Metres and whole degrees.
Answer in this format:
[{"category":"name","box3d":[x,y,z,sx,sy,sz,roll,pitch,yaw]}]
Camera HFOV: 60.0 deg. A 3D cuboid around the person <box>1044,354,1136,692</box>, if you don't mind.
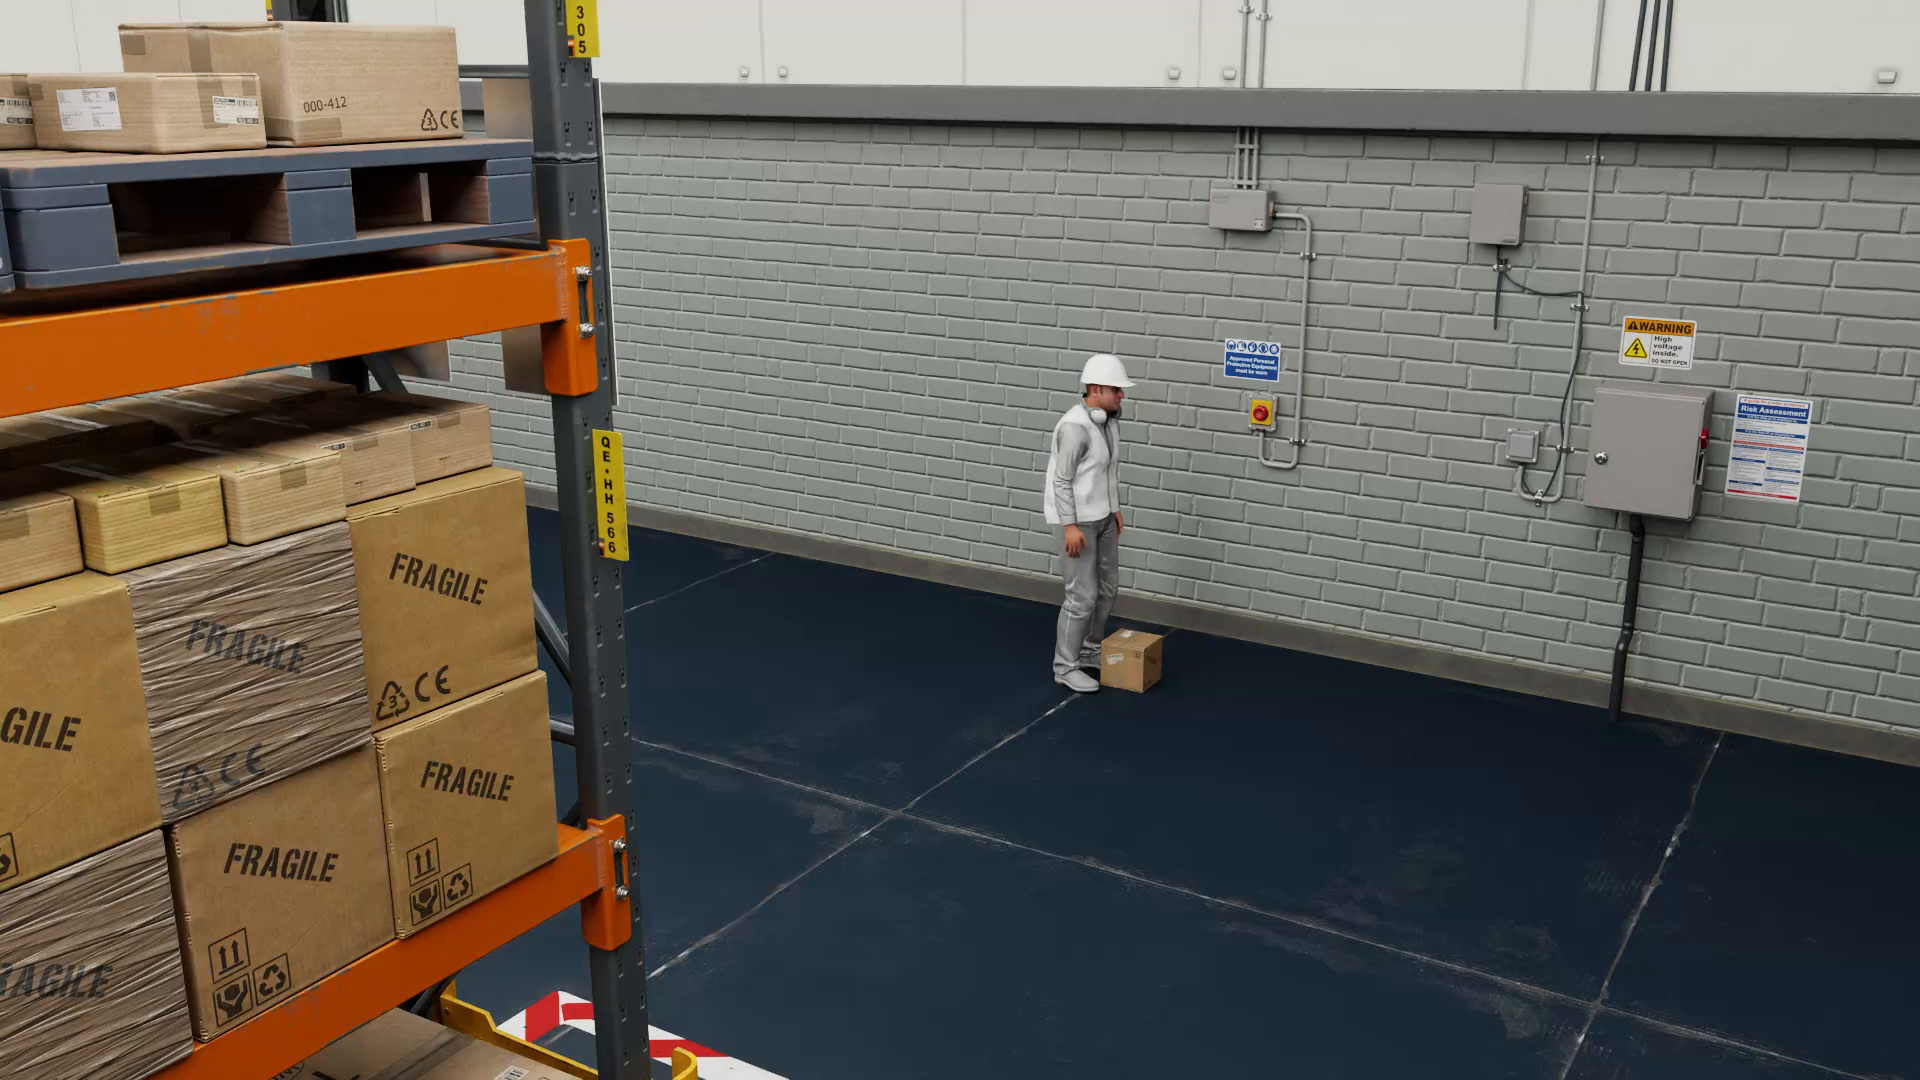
[{"category":"person","box3d":[0.691,-0.114,8.879,0.461,1.771,0.580,10,19,31]}]
